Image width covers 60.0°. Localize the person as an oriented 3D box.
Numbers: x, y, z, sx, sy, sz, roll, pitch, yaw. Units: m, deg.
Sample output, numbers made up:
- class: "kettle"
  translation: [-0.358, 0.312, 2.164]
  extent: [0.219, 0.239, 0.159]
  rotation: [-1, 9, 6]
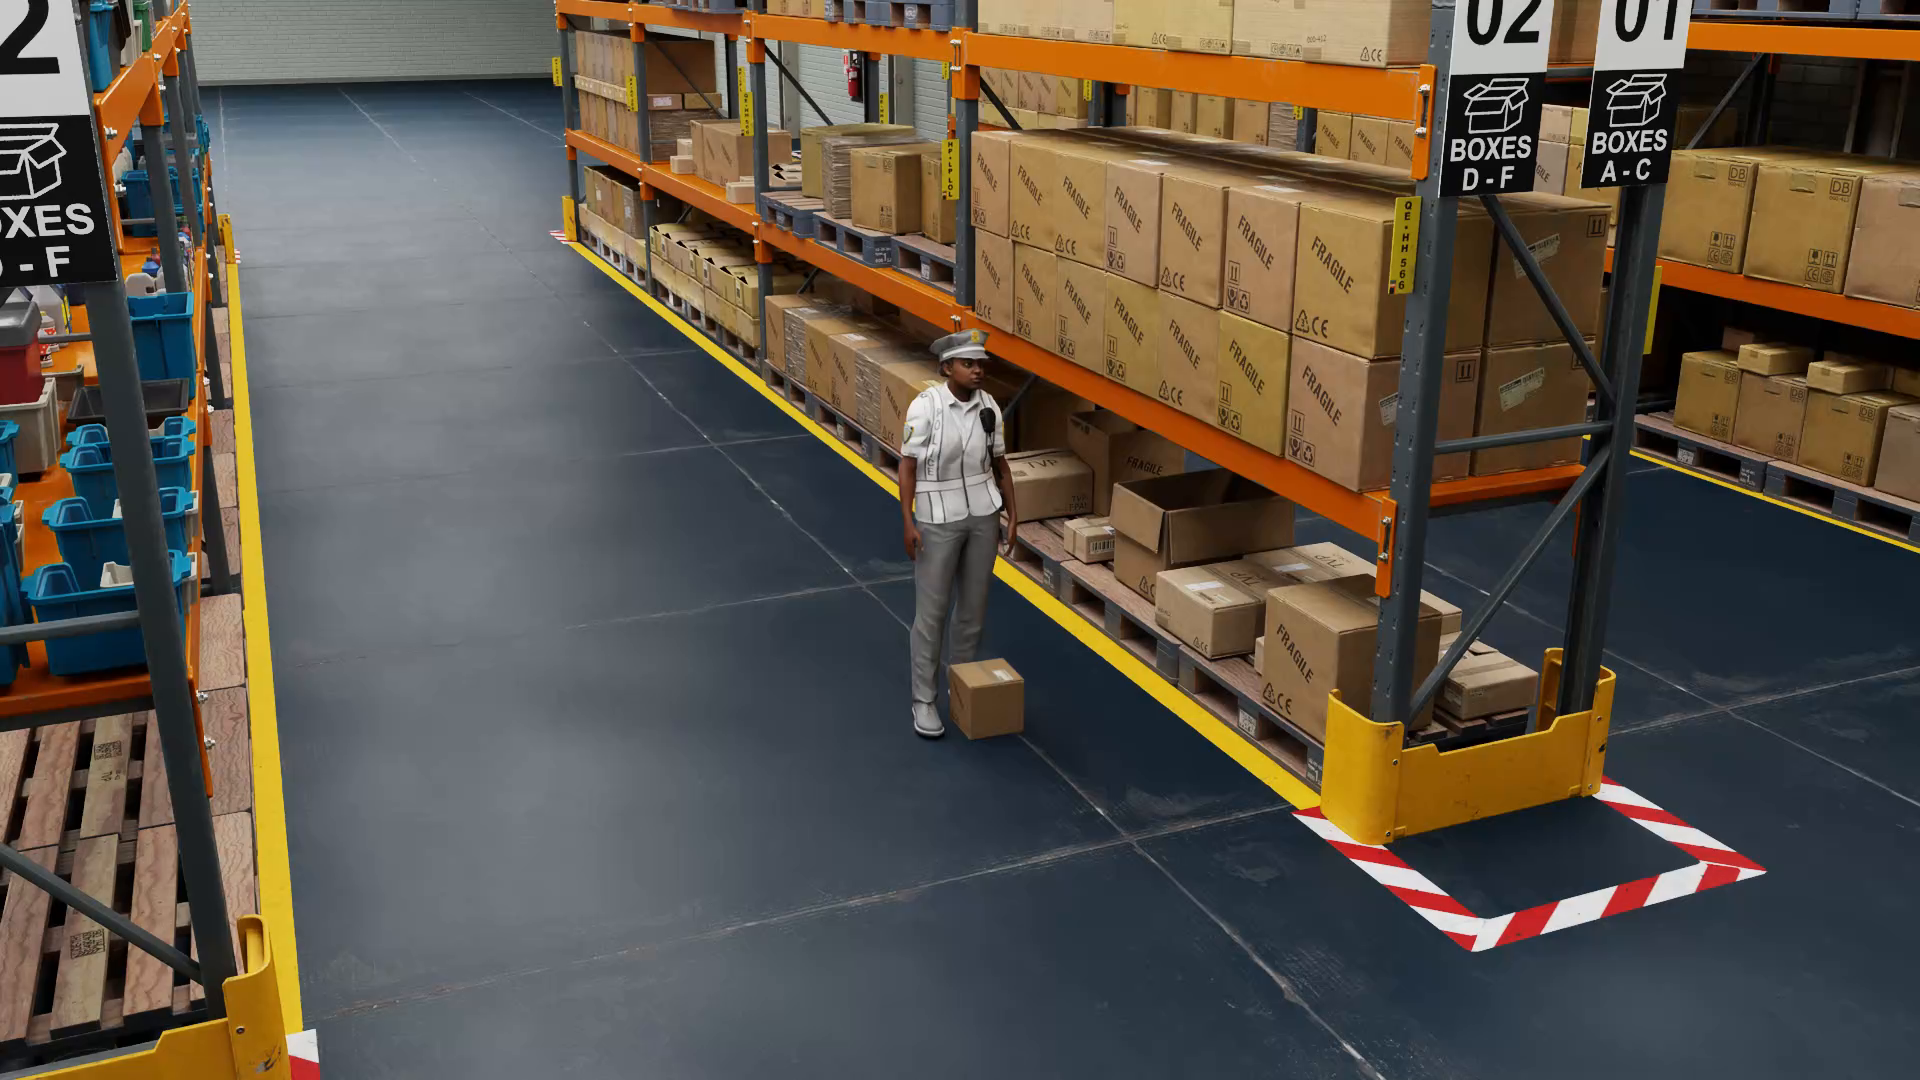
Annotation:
- class: "person"
  translation: [0.005, -0.058, 7.154]
  extent: [0.569, 1.695, 0.530]
  rotation: [-8, 21, -22]
